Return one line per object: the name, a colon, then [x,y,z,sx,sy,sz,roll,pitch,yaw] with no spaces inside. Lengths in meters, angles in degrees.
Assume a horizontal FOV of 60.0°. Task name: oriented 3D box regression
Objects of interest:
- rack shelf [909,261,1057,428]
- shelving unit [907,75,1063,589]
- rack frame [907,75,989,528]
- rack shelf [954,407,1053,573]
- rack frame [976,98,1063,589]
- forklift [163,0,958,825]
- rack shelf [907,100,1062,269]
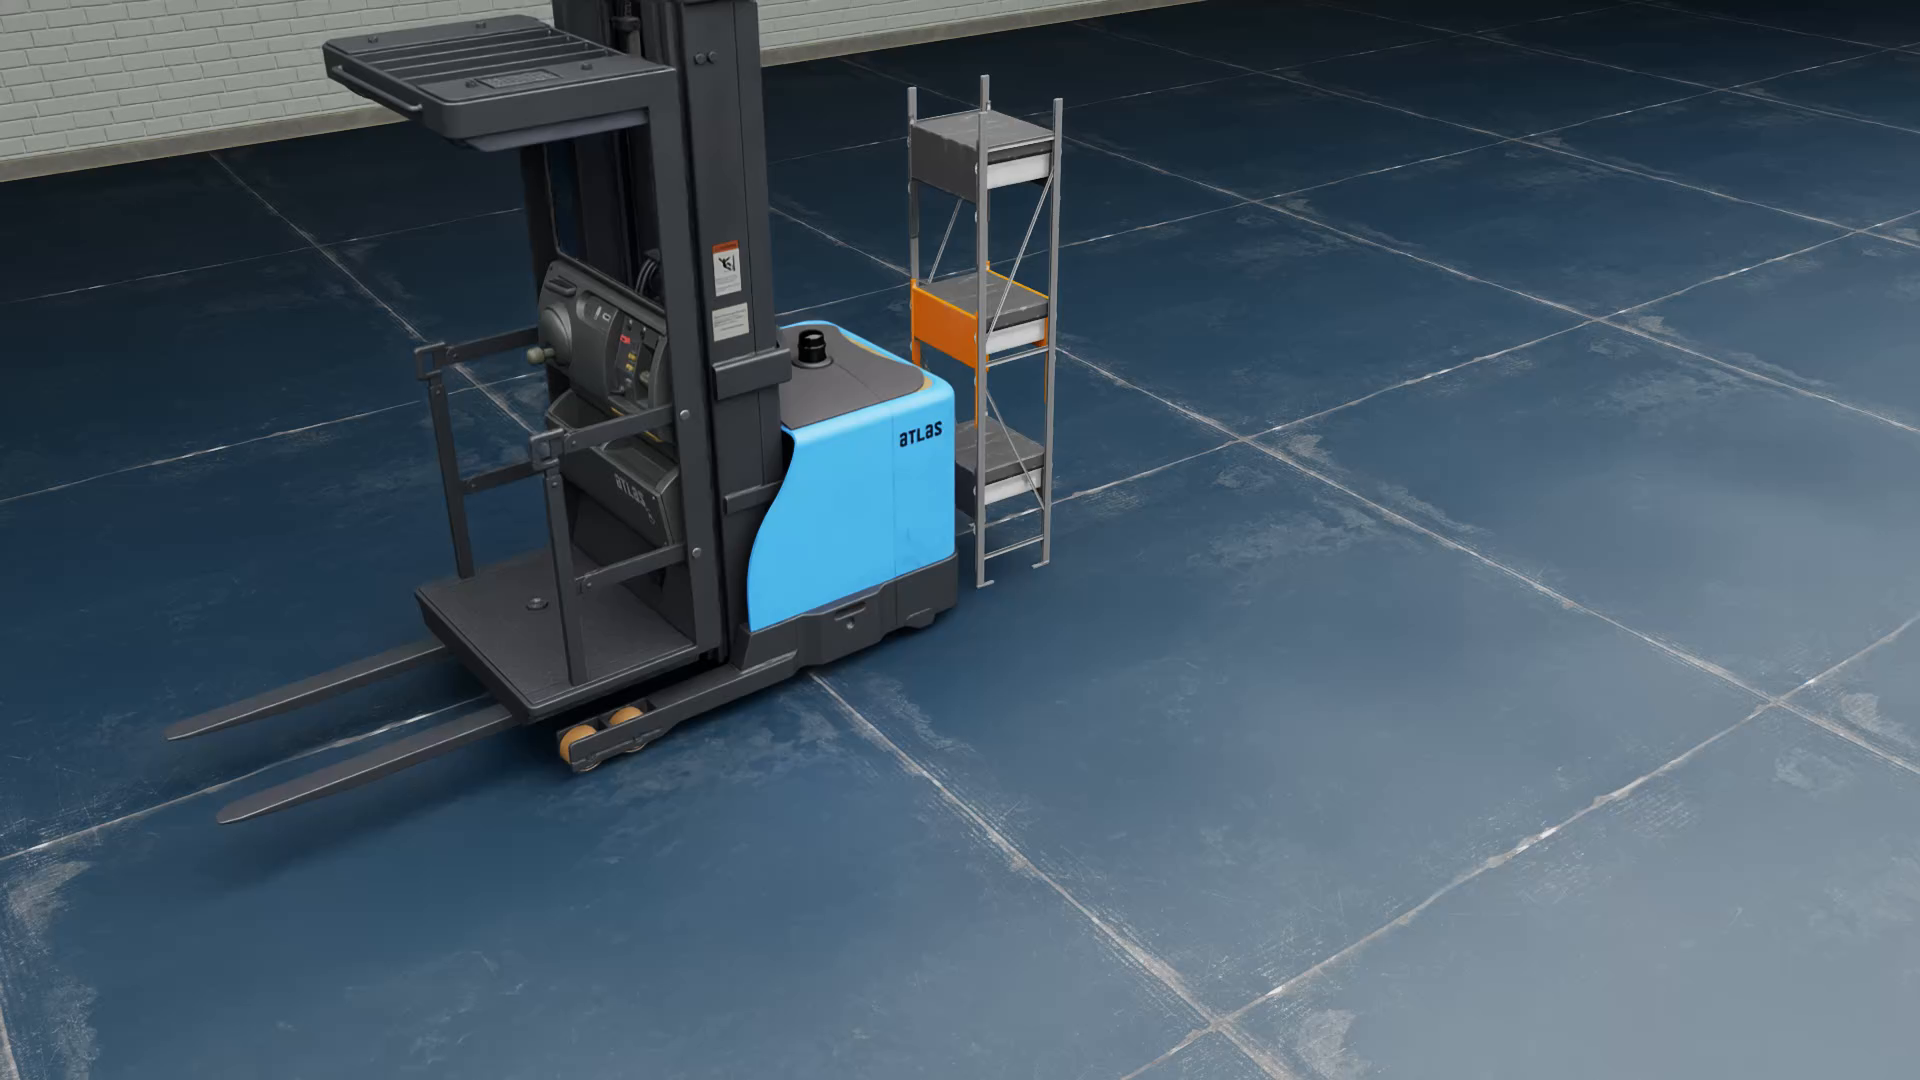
rack shelf: [0.096,-0.846,7.137,0.431,0.518,0.480,-19,34,-31]
shelving unit: [0.096,-0.858,7.130,0.431,2.100,0.503,-19,34,-31]
rack frame: [-0.046,-0.953,7.305,0.400,2.100,0.015,-19,34,-31]
rack shelf: [0.096,-0.231,7.471,0.431,0.518,0.480,-19,34,-31]
rack frame: [0.238,-0.763,6.956,0.400,2.100,0.015,-19,34,-31]
forklift: [-1.481,-0.716,5.997,3.031,2.935,1.130,-20,35,-33]
rack shelf: [0.096,-1.461,6.803,0.431,0.518,0.480,-19,34,-31]
